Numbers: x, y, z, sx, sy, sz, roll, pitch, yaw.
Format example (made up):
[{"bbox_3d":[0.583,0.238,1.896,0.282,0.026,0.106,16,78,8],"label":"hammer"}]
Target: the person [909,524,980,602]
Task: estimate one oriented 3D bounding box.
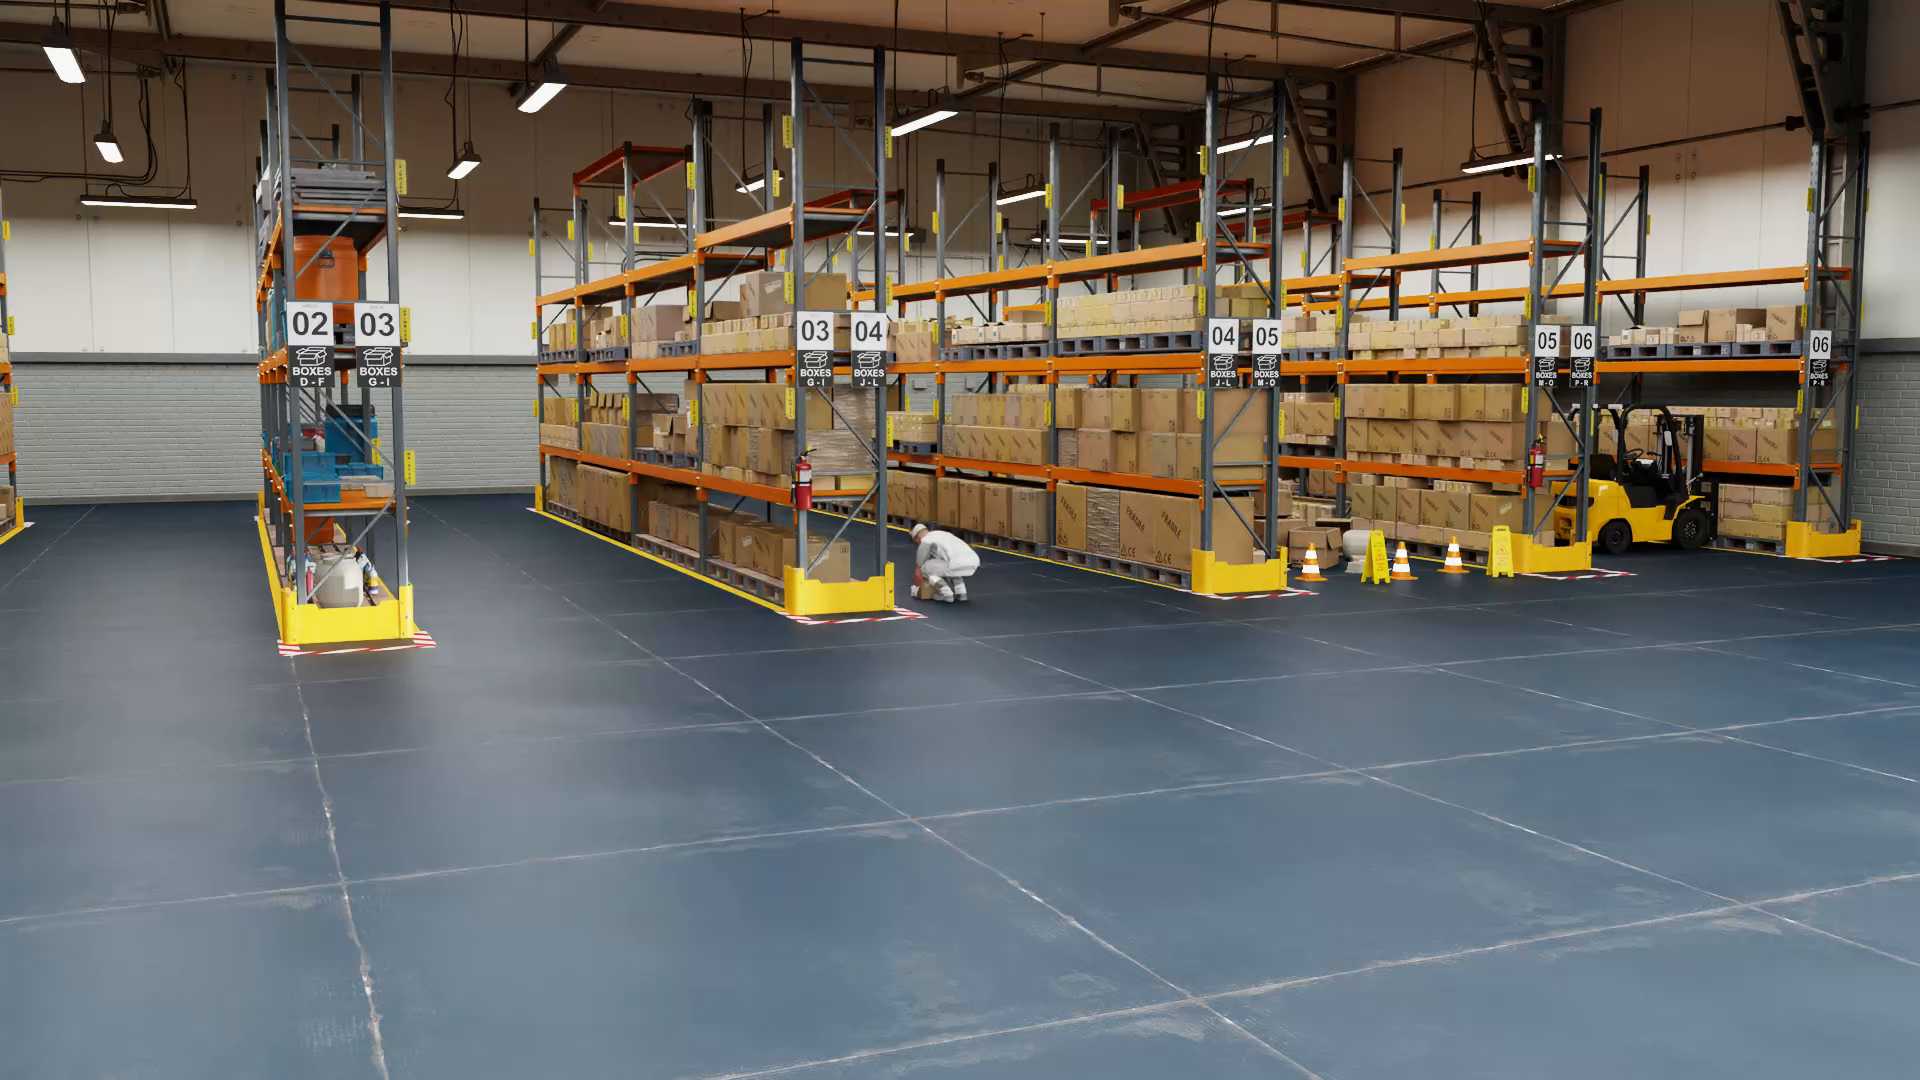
[{"bbox_3d":[-0.191,0.280,18.896,0.549,0.890,0.891,-5,7,-43],"label":"person"}]
